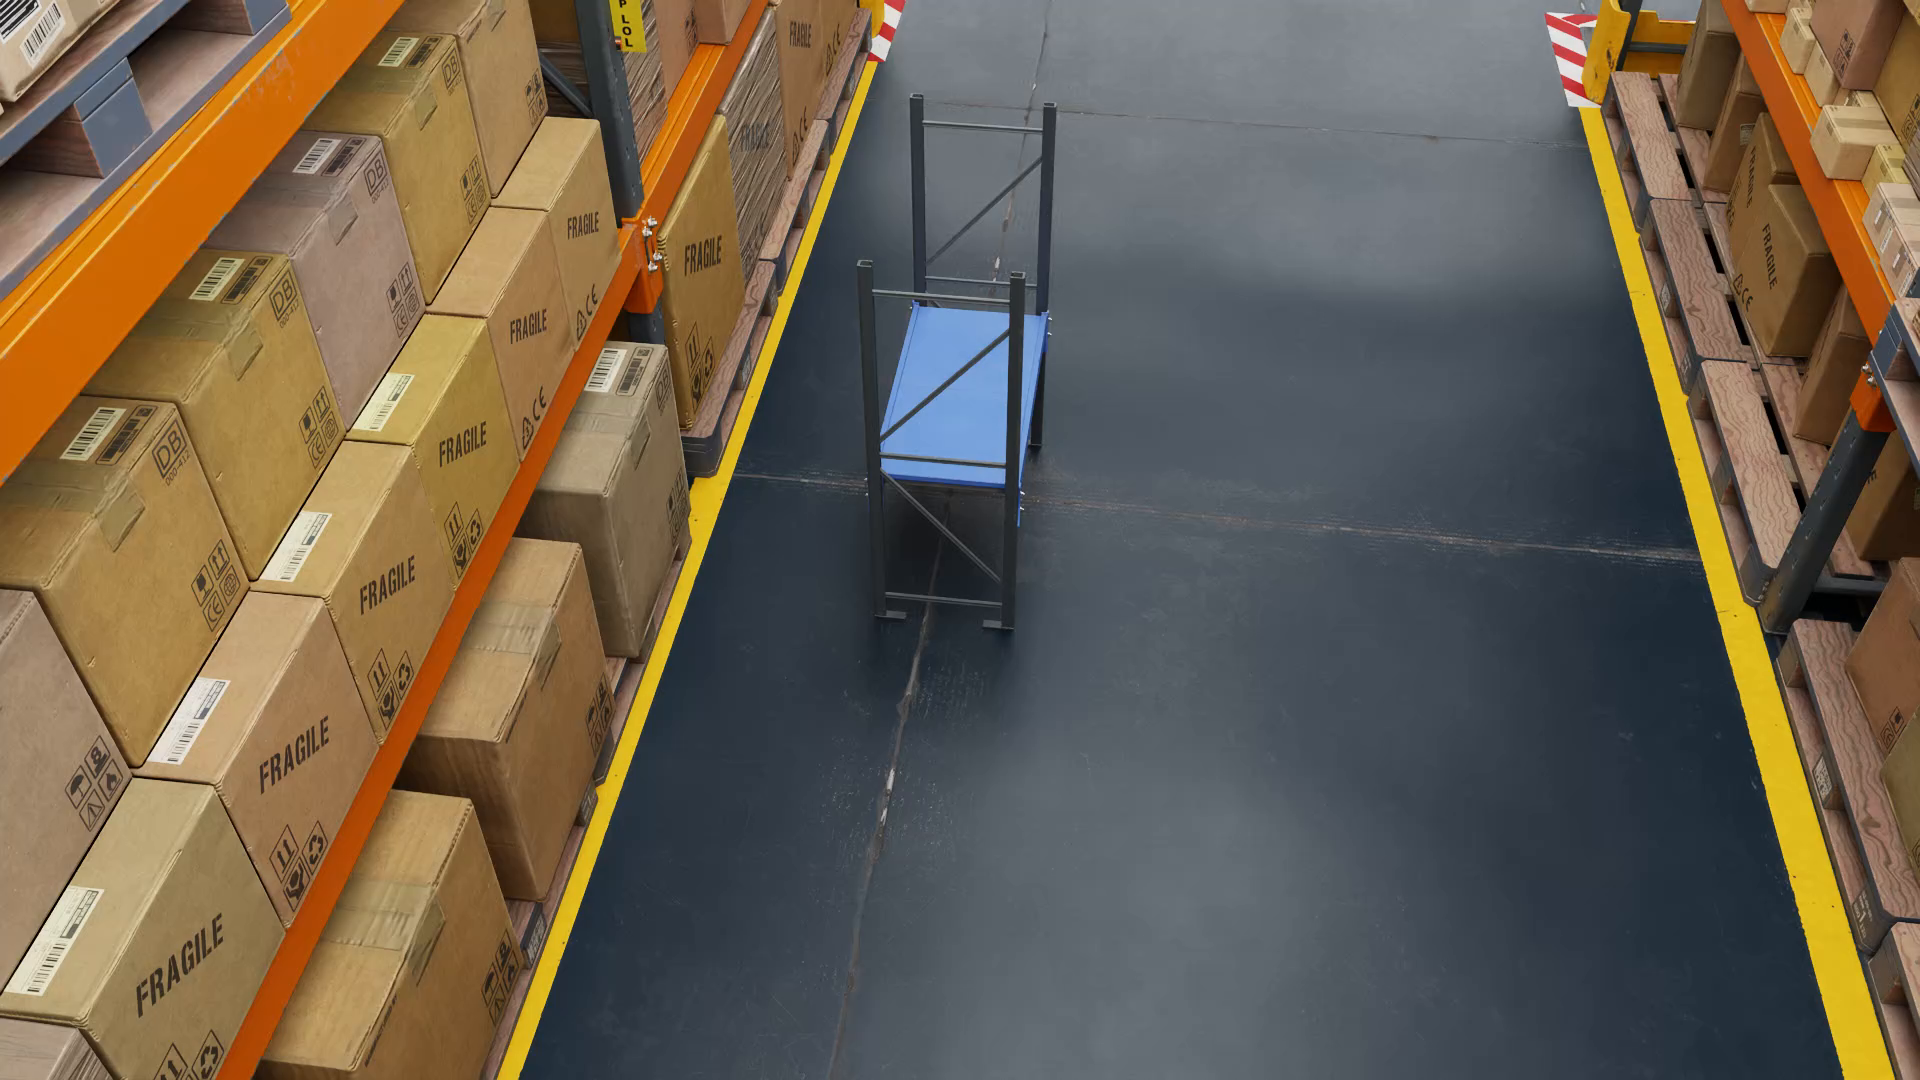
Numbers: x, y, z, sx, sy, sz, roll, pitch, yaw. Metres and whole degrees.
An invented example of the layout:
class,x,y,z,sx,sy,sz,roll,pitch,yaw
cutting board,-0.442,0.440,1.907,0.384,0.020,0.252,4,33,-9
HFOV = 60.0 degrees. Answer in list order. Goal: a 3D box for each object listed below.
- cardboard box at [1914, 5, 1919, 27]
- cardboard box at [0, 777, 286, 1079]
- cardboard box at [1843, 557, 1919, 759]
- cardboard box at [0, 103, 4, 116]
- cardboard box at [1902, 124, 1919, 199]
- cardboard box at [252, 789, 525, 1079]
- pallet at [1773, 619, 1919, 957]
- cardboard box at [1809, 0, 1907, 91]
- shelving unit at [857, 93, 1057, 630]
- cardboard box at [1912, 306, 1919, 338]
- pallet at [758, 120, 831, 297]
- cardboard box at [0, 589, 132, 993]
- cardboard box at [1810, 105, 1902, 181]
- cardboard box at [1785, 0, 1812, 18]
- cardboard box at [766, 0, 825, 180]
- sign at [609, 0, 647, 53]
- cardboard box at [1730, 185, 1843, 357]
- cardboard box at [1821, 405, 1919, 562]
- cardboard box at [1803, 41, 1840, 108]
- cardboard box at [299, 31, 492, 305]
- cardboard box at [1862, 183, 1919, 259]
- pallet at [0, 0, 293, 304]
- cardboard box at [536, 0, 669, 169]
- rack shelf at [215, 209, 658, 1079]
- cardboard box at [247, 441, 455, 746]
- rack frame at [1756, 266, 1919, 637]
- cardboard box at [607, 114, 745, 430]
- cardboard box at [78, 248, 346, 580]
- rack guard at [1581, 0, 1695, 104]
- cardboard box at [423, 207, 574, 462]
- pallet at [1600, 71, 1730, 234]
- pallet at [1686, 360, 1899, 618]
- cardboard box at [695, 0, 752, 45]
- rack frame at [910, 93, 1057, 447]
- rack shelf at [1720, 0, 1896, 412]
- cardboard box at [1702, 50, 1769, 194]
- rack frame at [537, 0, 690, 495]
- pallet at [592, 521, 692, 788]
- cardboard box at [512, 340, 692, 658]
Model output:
class,x,y,z,sx,sy,sz,roll,pitch,yaw
cardboard box,3.140,-1.589,4.730,0.500,0.500,0.500,5,44,6
cardboard box,-1.688,0.792,3.159,0.500,0.500,0.500,5,44,5
cardboard box,3.251,0.415,5.129,0.700,0.500,0.500,2,43,2
cardboard box,-1.699,-0.582,2.232,0.500,0.250,0.500,6,44,7
cardboard box,3.474,-1.195,5.042,0.875,0.500,0.500,5,44,6
cardboard box,-1.797,1.118,4.218,1.050,0.750,0.750,6,44,6
pallet,3.252,0.793,5.258,1.003,0.211,1.213,5,44,6
cardboard box,3.541,-1.883,5.768,0.875,0.500,0.500,5,44,6
shelving unit,0.011,-0.603,5.796,0.538,1.500,1.048,5,44,6
cardboard box,3.109,-0.591,3.951,1.000,1.000,1.000,6,44,6
pallet,-1.213,-1.602,7.788,1.003,0.211,1.213,5,44,6
cardboard box,-1.944,0.407,2.838,0.700,0.500,0.500,5,44,5
cardboard box,3.148,-1.347,5.673,0.380,0.149,0.250,5,44,6
cardboard box,3.412,-2.016,6.380,0.380,0.149,0.250,5,44,6
cardboard box,-1.160,-2.309,7.746,0.875,0.875,0.875,5,44,5
sign,-1.011,-1.619,4.993,0.100,0.325,0.005,5,44,6
cardboard box,3.518,-1.085,6.727,0.500,0.500,0.500,2,43,2
cardboard box,3.446,-0.264,5.859,0.500,0.500,0.500,4,44,4
cardboard box,3.304,-1.679,6.025,0.380,0.149,0.250,5,44,6
cardboard box,-1.676,-0.979,4.303,0.700,0.500,0.500,5,44,5
cardboard box,3.133,-1.001,5.309,0.380,0.149,0.250,5,44,6
pallet,-1.901,-0.770,2.837,1.003,0.211,1.213,7,44,7
cardboard box,-1.513,-1.577,5.624,0.875,0.550,0.550,5,44,6
rack shelf,-1.814,0.355,4.217,1.077,0.370,4.000,5,44,6
cardboard box,-1.552,0.109,3.880,0.500,0.500,0.500,5,44,5
rack frame,3.353,-0.750,4.860,1.000,3.000,0.127,5,44,6
cardboard box,-1.398,-1.073,6.441,0.875,0.875,0.875,6,44,6
cardboard box,-1.811,-0.291,3.576,0.700,0.500,0.500,5,44,5
rack guard,3.872,-2.516,8.544,1.175,0.500,0.348,5,44,6
cardboard box,-1.421,-0.582,4.610,0.500,0.500,0.500,5,44,5
pallet,3.729,-1.861,8.062,1.003,0.211,1.213,5,44,6
pallet,3.407,-0.198,6.306,1.003,0.211,1.213,5,44,6
cardboard box,-1.275,-2.311,6.400,0.875,0.550,0.550,5,44,6
rack frame,0.078,-0.949,6.162,0.500,1.500,0.032,5,44,6
rack shelf,3.617,-1.852,6.547,1.077,0.370,4.000,5,44,6
cardboard box,3.738,-1.886,7.573,0.500,0.500,0.500,16,46,16
rack frame,-1.550,-1.270,5.409,1.000,3.000,0.127,5,44,6
pallet,-1.577,0.276,5.805,1.003,0.211,1.213,5,44,6
cardboard box,-1.543,-0.174,5.583,1.050,0.750,0.750,5,44,5
